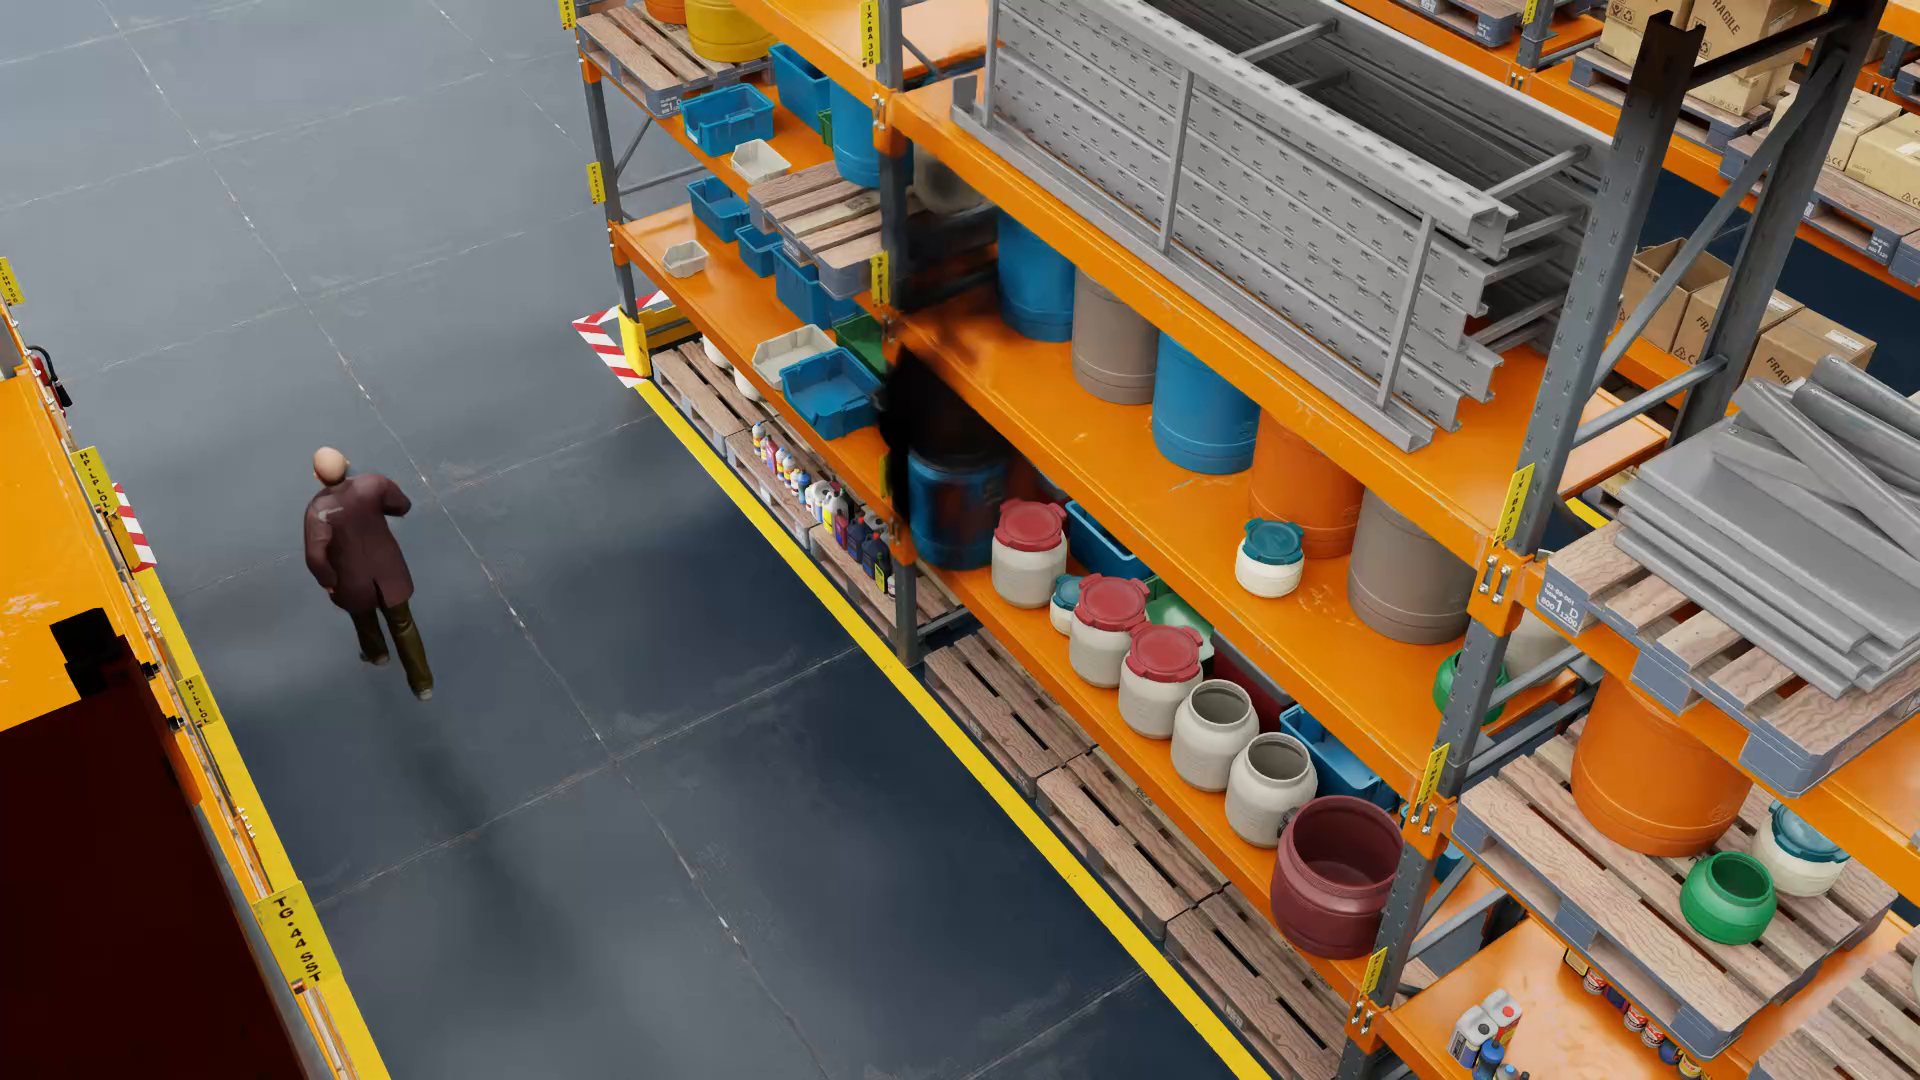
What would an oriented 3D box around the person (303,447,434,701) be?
[{"bbox_3d":[-3.472,0.201,9.809,0.688,1.853,0.850,-25,48,-24],"label":"person"}]
